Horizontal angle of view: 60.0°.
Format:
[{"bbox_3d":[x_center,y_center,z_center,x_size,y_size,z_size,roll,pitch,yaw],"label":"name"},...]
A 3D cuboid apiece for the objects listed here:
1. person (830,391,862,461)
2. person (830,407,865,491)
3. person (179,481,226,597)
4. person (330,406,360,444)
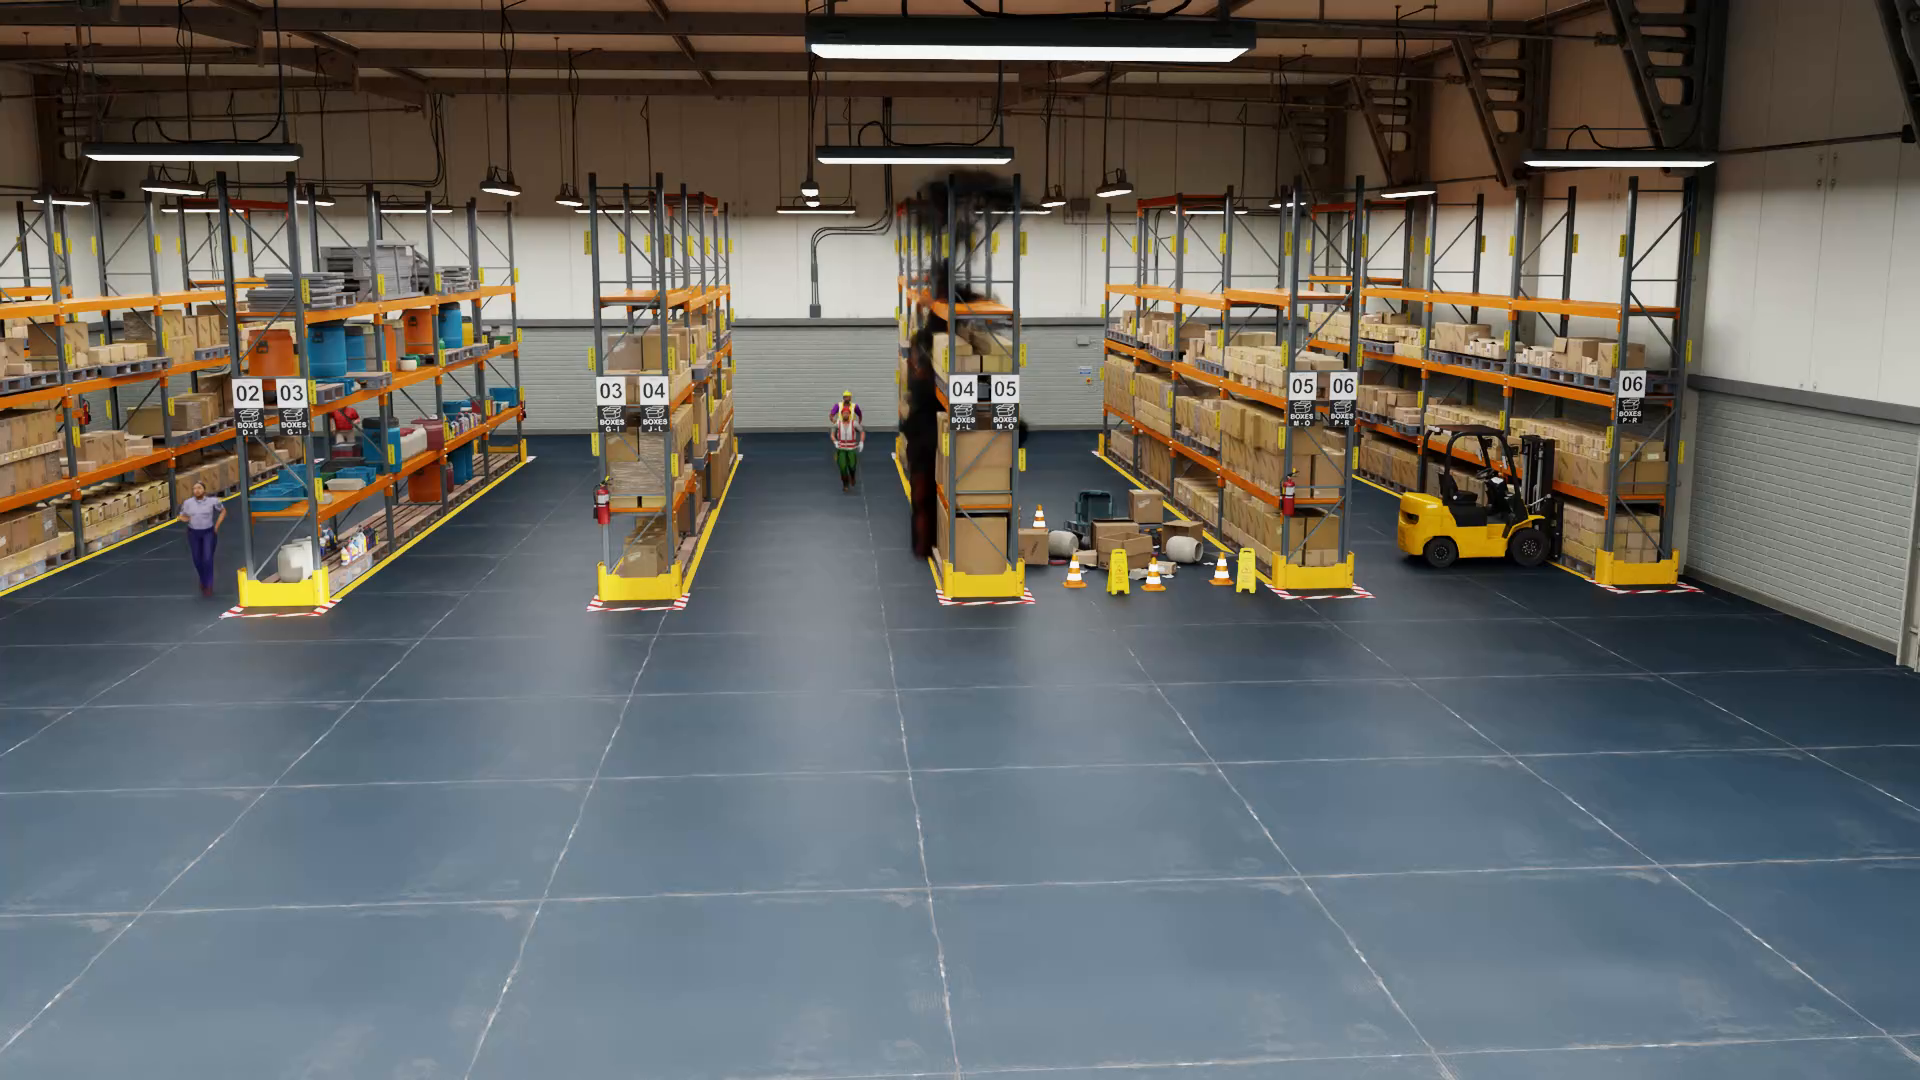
[{"bbox_3d":[-2.612,-2.564,38.303,0.759,1.740,0.837,-2,10,-13],"label":"person"},{"bbox_3d":[-2.323,-1.869,34.258,0.708,1.742,0.577,0,10,-1],"label":"person"},{"bbox_3d":[-10.996,-0.011,24.149,0.595,1.709,0.698,-2,10,-9],"label":"person"},{"bbox_3d":[-13.601,-2.282,36.783,0.675,1.762,0.742,-4,11,-22],"label":"person"}]
